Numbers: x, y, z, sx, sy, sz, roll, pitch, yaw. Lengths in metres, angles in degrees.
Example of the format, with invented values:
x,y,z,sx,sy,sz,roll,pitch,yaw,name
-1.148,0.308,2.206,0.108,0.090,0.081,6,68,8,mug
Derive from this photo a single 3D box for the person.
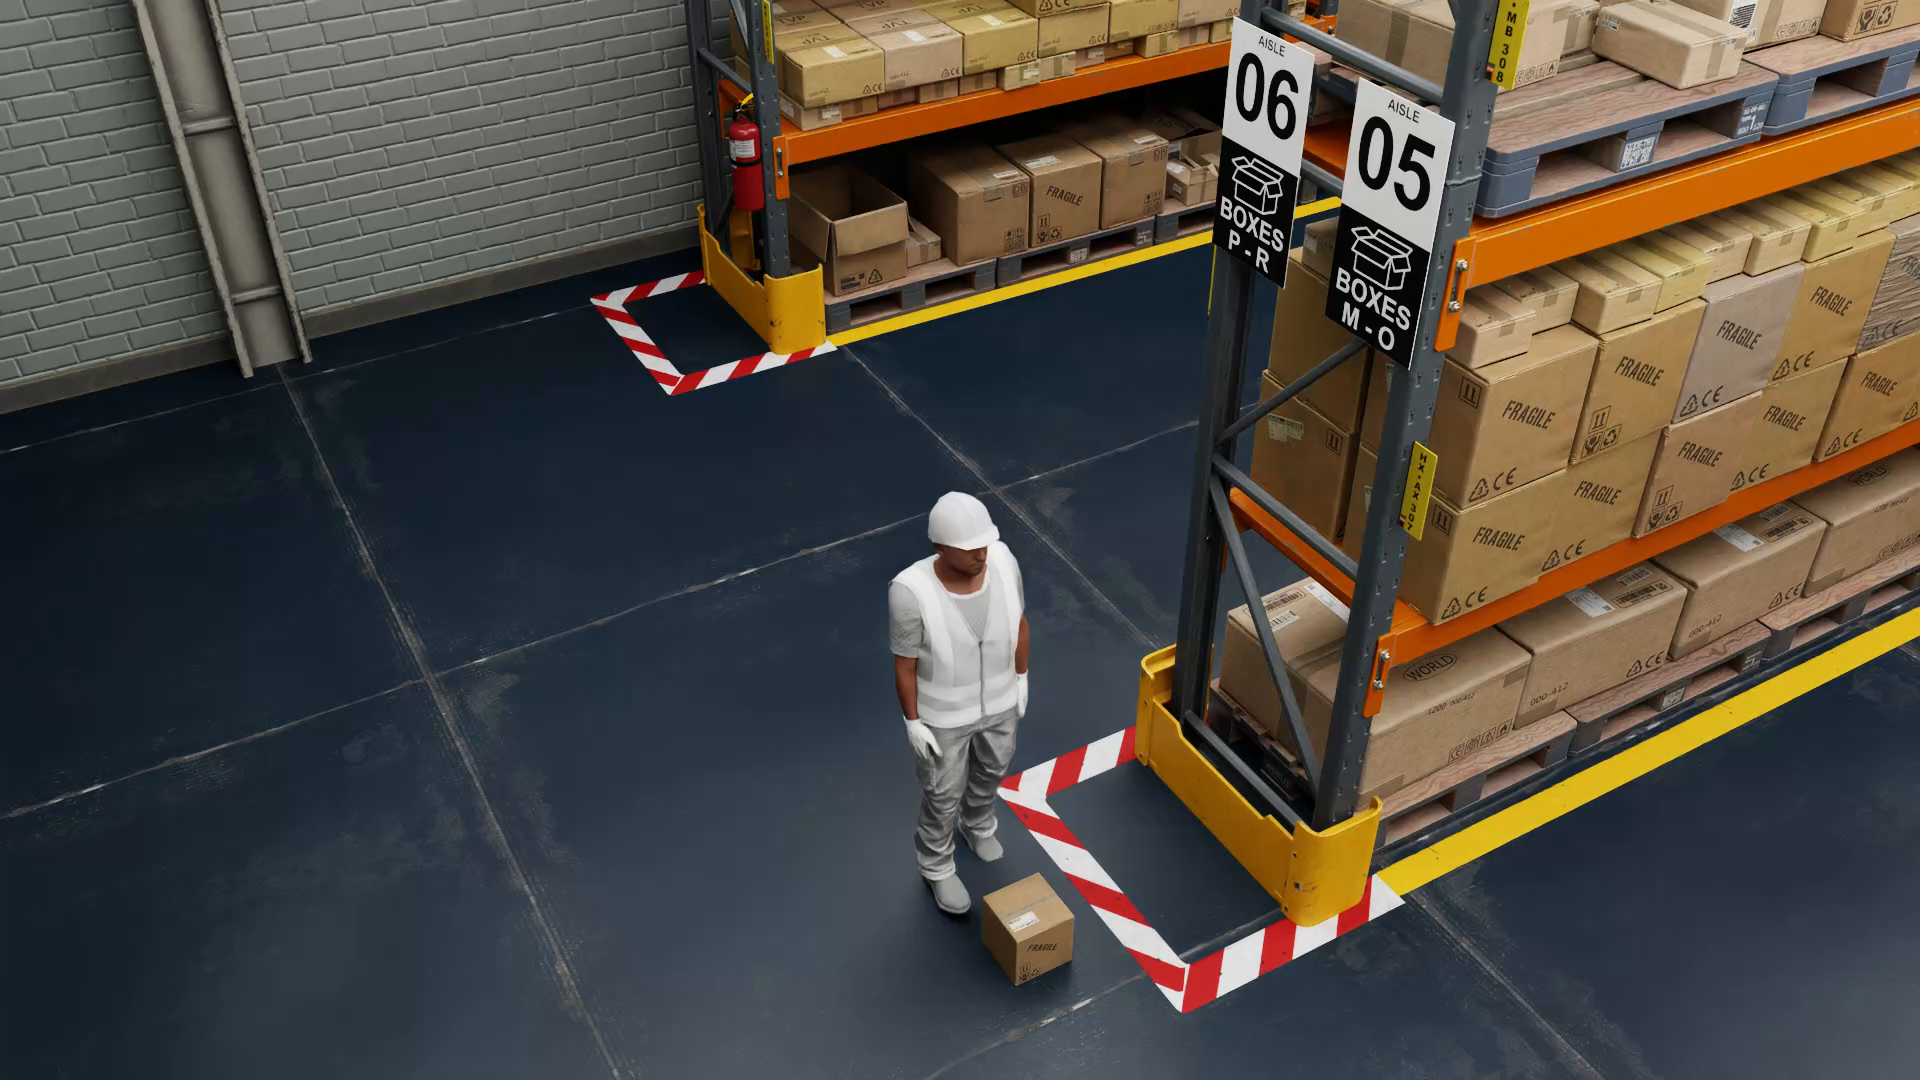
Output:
x,y,z,sx,sy,sz,roll,pitch,yaw,name
0.084,0.808,6.211,0.611,1.319,0.815,-19,41,-24,person
